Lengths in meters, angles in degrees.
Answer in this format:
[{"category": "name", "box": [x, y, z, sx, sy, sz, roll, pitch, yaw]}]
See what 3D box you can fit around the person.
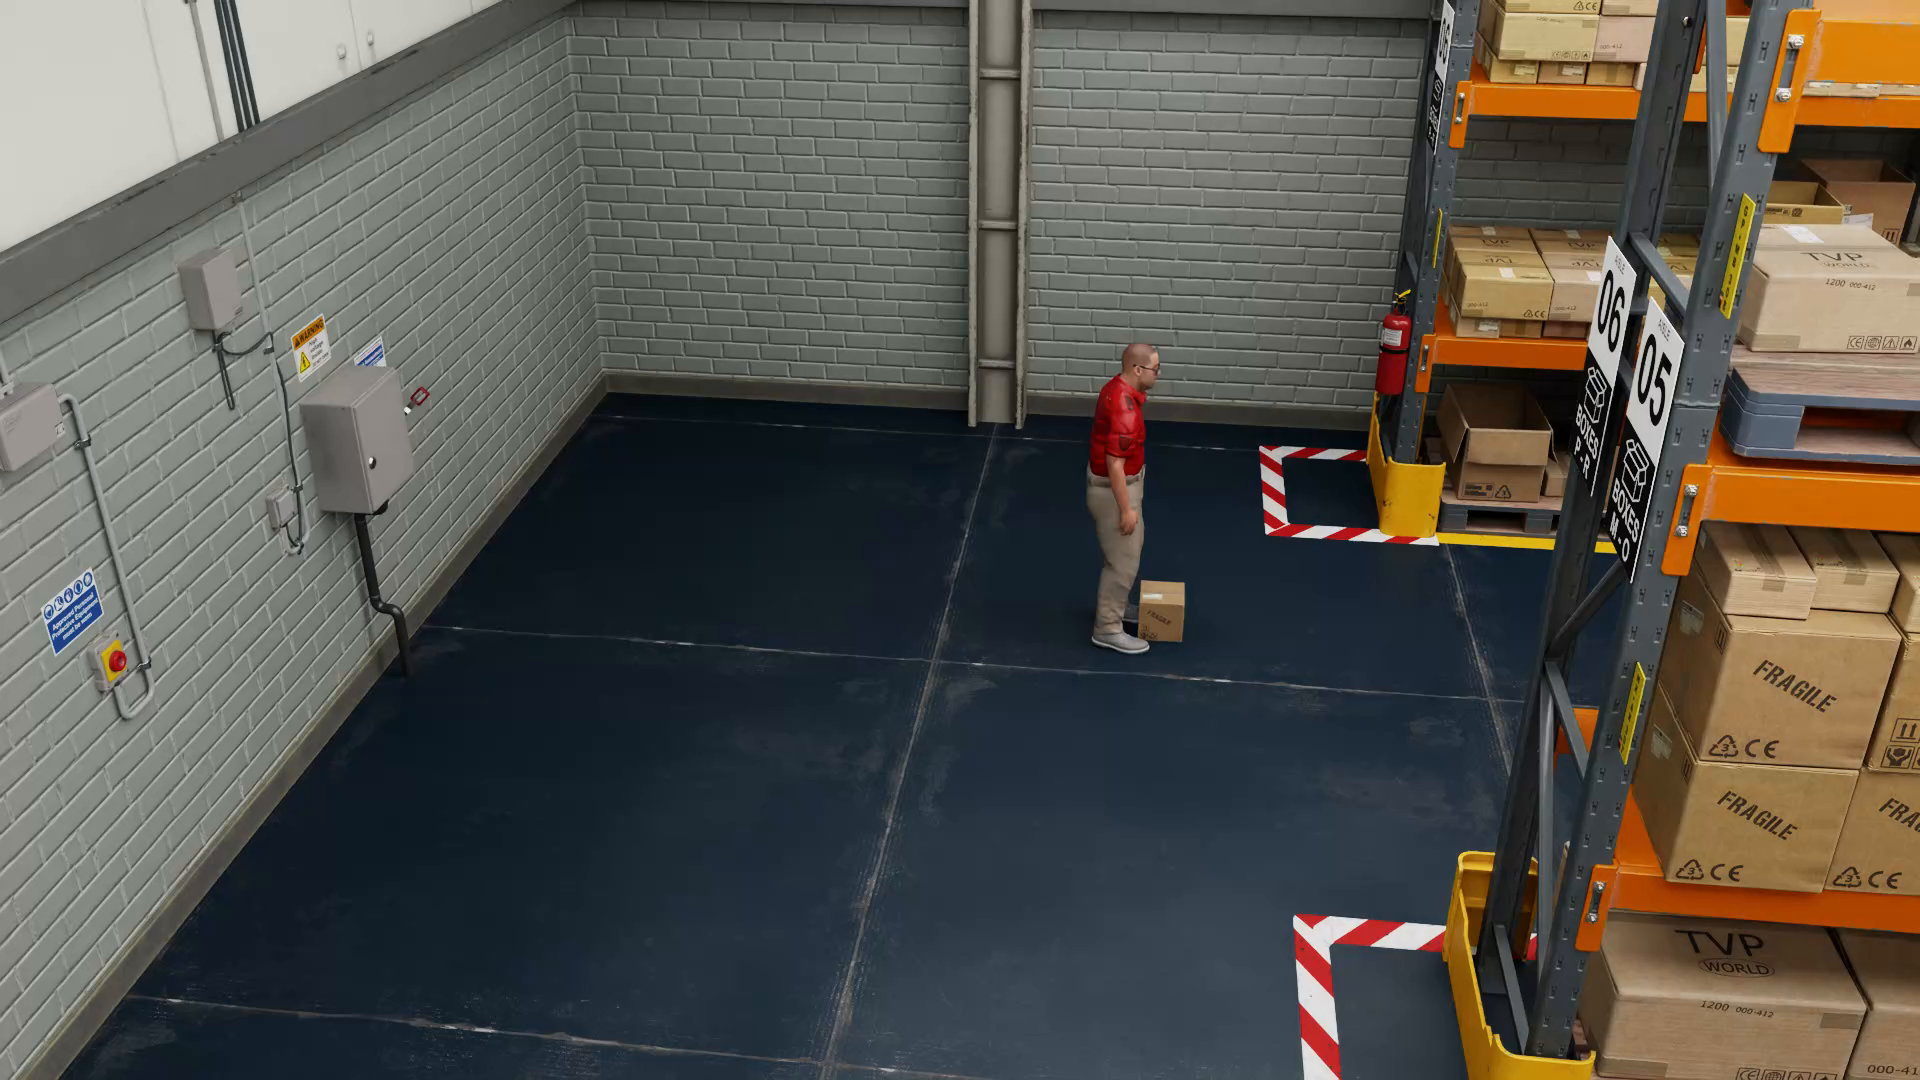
[{"category": "person", "box": [0.909, -0.259, 9.121, 0.436, 1.726, 0.599, 2, 28, 3]}]
